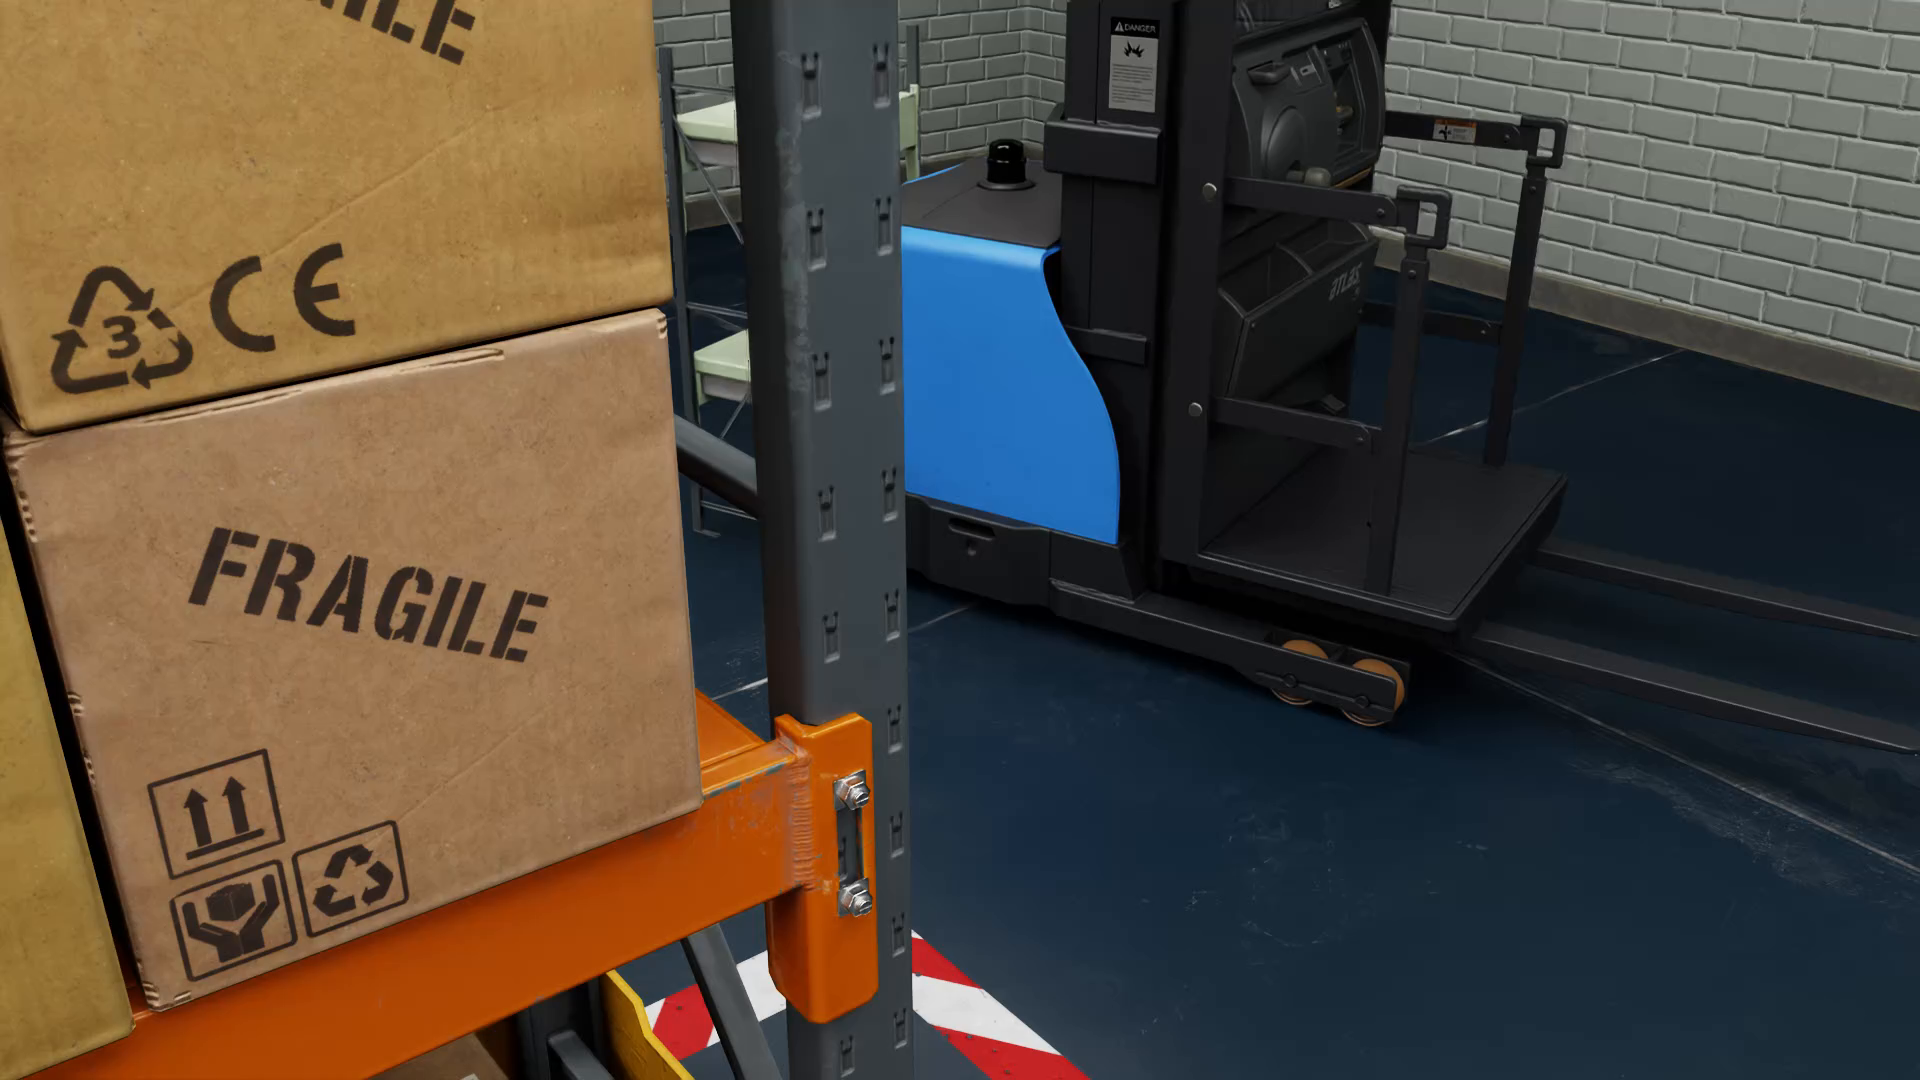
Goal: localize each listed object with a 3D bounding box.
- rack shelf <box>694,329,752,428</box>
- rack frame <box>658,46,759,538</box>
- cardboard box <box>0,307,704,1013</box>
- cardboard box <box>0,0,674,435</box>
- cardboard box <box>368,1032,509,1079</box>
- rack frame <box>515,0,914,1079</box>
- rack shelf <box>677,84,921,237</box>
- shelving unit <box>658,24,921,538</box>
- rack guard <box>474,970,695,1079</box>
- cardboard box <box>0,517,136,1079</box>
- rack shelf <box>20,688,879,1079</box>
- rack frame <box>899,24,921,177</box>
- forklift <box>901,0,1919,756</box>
[{"bbox_3d":[-0.487,-0.503,5.327,0.431,0.370,0.720,14,28,27],"label":"rack shelf"},{"bbox_3d":[-0.672,-0.666,4.903,0.400,1.500,0.023,14,28,27],"label":"rack frame"},{"bbox_3d":[-0.592,0.012,1.543,0.500,0.500,0.500,-17,30,-32],"label":"cardboard box"},{"bbox_3d":[-0.588,-0.442,1.332,0.500,0.500,0.500,-19,31,-34],"label":"cardboard box"},{"bbox_3d":[-0.684,1.008,1.962,0.500,0.500,0.500,-18,31,-34],"label":"cardboard box"},{"bbox_3d":[-0.410,-0.151,2.011,0.053,2.616,0.949,-18,31,-34],"label":"rack frame"},{"bbox_3d":[-0.487,-1.153,5.026,0.431,0.370,0.720,14,28,27],"label":"rack shelf"},{"bbox_3d":[-0.487,-0.799,5.190,0.431,1.500,0.755,14,28,27],"label":"shelving unit"},{"bbox_3d":[-0.468,1.004,2.493,0.348,0.500,1.175,-18,31,-34],"label":"rack guard"},{"bbox_3d":[-0.999,0.148,1.250,0.500,0.500,0.500,-18,30,-34],"label":"cardboard box"},{"bbox_3d":[-1.982,0.696,1.041,4.000,0.370,1.077,-18,31,-34],"label":"rack shelf"},{"bbox_3d":[-0.302,-0.932,5.476,0.400,1.500,0.023,14,28,27],"label":"rack frame"},{"bbox_3d":[1.076,-1.111,4.163,3.031,2.935,1.130,15,29,29],"label":"forklift"}]
